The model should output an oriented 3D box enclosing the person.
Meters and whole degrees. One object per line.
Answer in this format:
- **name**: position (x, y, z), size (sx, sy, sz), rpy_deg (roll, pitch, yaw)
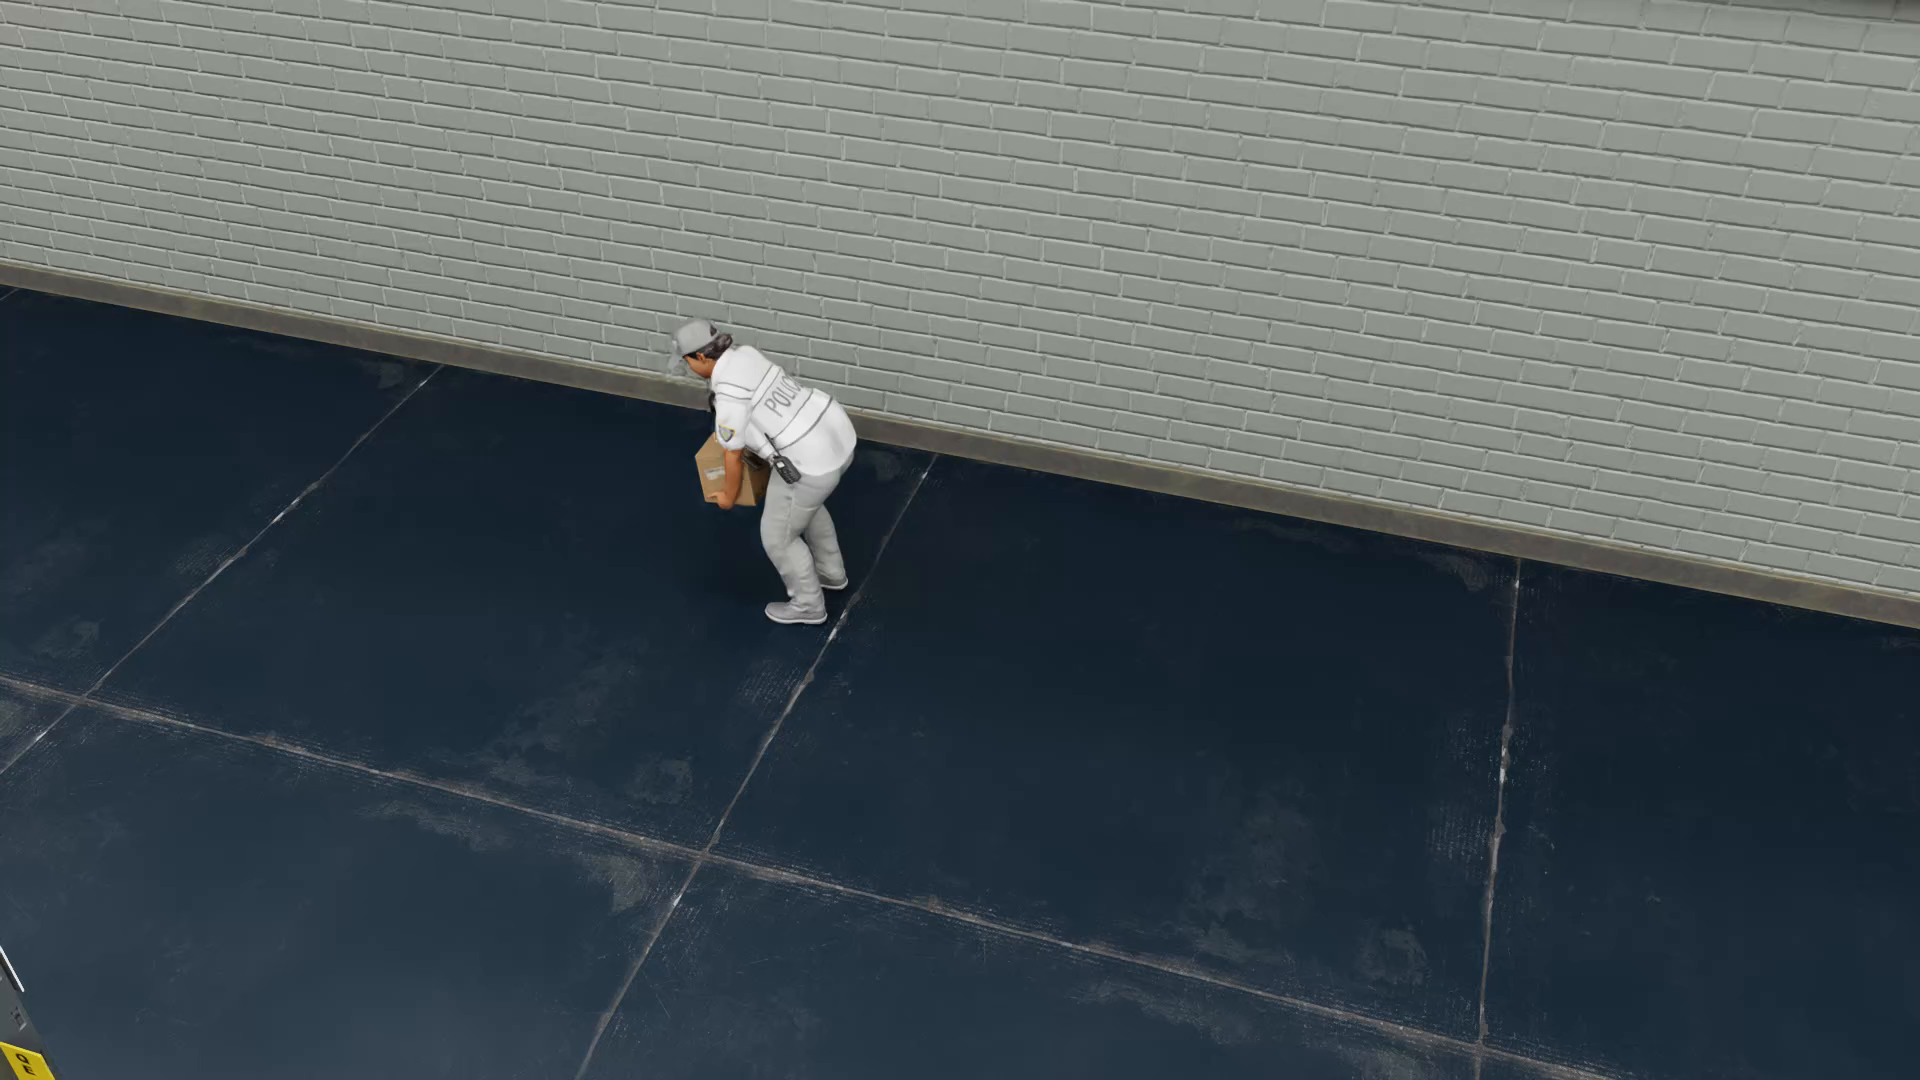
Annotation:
- **person**: position (-0.882, -0.317, 7.487), size (0.789, 1.453, 0.456), rpy_deg (10, 38, 13)
